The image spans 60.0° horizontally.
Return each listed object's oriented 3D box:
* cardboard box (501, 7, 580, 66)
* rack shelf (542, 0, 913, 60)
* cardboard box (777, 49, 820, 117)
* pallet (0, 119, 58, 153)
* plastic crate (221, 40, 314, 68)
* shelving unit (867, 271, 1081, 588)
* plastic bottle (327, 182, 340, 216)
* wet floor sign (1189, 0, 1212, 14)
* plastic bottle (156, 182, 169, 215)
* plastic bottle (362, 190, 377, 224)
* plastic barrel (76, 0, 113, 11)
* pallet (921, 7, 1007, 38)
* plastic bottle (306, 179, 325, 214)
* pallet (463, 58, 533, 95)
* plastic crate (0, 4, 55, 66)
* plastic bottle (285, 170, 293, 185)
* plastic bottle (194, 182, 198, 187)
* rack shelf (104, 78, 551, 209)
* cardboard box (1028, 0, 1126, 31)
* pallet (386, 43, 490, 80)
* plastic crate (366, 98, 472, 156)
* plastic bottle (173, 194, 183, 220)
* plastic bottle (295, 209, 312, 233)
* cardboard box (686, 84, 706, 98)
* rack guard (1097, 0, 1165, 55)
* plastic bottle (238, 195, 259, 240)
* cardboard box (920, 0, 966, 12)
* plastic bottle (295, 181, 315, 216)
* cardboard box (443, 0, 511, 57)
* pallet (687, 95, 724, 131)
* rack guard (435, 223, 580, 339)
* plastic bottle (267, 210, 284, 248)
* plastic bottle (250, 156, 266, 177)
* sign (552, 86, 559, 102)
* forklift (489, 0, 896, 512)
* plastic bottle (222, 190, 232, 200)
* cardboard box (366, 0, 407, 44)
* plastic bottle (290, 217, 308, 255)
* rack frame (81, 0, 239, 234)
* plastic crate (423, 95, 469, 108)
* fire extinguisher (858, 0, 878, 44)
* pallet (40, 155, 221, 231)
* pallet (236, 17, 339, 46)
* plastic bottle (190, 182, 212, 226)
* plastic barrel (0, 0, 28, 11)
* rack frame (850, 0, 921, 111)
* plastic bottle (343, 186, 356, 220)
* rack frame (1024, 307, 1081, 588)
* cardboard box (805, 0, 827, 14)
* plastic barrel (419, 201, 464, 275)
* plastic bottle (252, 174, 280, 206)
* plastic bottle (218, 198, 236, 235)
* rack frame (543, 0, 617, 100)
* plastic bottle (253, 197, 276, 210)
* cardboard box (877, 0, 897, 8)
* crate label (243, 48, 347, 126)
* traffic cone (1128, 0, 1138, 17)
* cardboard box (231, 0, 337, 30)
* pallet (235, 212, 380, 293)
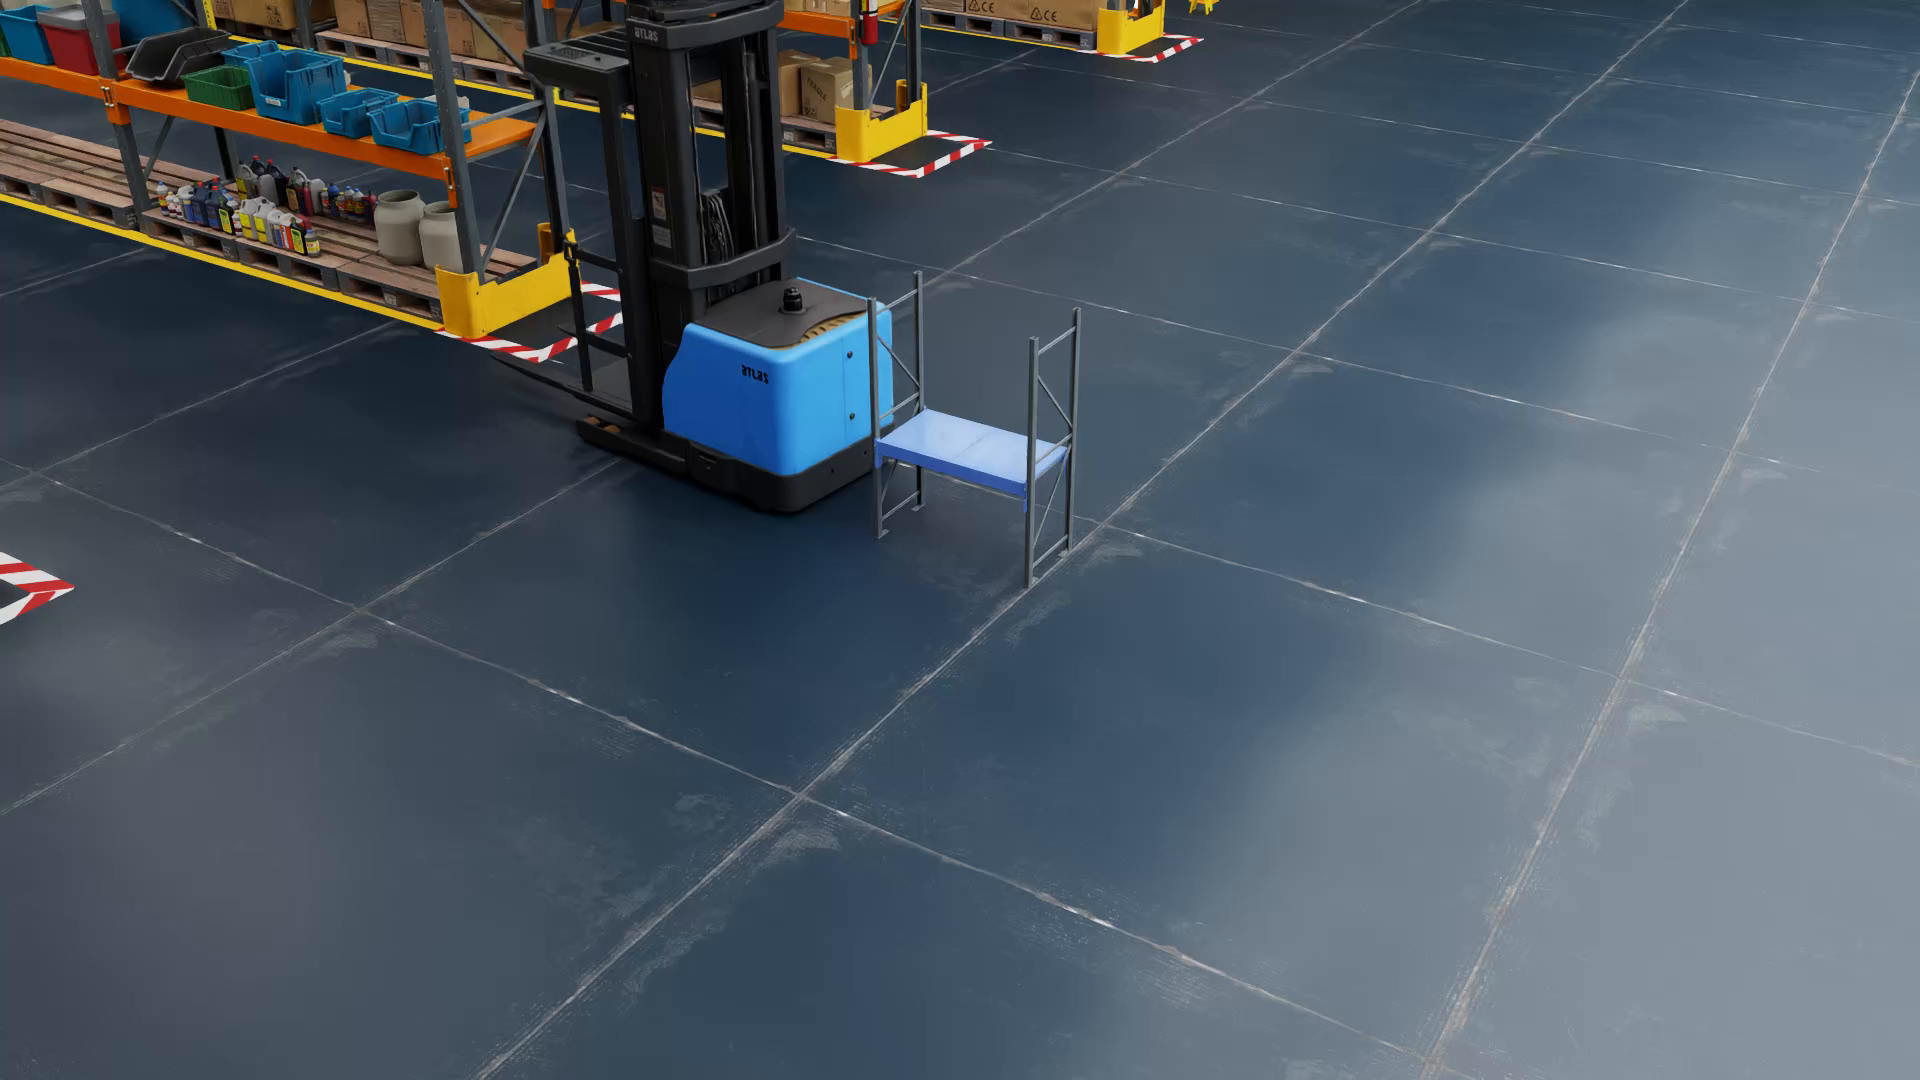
[{"bbox_3d":[-4.594,-5.532,18.299,0.500,0.500,0.700,15,33,24],"label":"cardboard box"},{"bbox_3d":[-2.391,-5.401,16.745,4.000,0.370,1.077,18,35,27],"label":"rack shelf"},{"bbox_3d":[-1.742,-4.598,16.718,0.500,0.500,0.500,-25,38,-36],"label":"cardboard box"},{"bbox_3d":[-9.471,-3.777,16.014,1.213,0.211,1.003,18,35,27],"label":"pallet"},{"bbox_3d":[-5.637,-3.889,13.587,0.616,0.251,0.499,18,35,27],"label":"plastic crate"},{"bbox_3d":[0.072,-0.625,9.333,1.048,1.500,0.538,18,35,27],"label":"shelving unit"},{"bbox_3d":[-5.247,-2.865,13.956,0.097,0.271,0.097,0,30,0],"label":"plastic bottle"},{"bbox_3d":[3.102,-7.086,21.256,0.232,0.644,0.267,12,32,19],"label":"wet floor sign"},{"bbox_3d":[-6.682,-2.873,13.968,0.097,0.271,0.097,0,30,0],"label":"plastic bottle"},{"bbox_3d":[-4.883,-2.766,13.774,0.133,0.283,0.061,18,35,28],"label":"plastic bottle"},{"bbox_3d":[-7.412,-4.542,14.424,0.433,0.535,0.433,0,30,0],"label":"plastic barrel"},{"bbox_3d":[0.277,-6.569,20.801,1.213,0.211,1.003,18,35,27],"label":"pallet"},{"bbox_3d":[-5.448,-2.915,14.036,0.135,0.276,0.152,18,35,28],"label":"plastic bottle"},{"bbox_3d":[-4.746,-5.251,18.541,1.213,0.211,1.003,18,35,27],"label":"pallet"},{"bbox_3d":[-7.818,-4.290,14.142,0.575,0.384,0.392,18,35,27],"label":"plastic crate"},{"bbox_3d":[-5.697,-3.024,14.215,0.133,0.283,0.061,20,36,31],"label":"plastic bottle"},{"bbox_3d":[-6.337,-2.849,13.915,0.133,0.283,0.061,18,35,27],"label":"plastic bottle"},{"bbox_3d":[-5.025,-3.287,13.122,4.000,0.370,1.077,18,35,27],"label":"rack shelf"},{"bbox_3d":[1.415,-6.683,19.920,0.875,0.875,0.875,18,35,28],"label":"cardboard box"},{"bbox_3d":[-5.783,-5.578,19.101,1.213,0.211,1.003,18,35,27],"label":"pallet"},{"bbox_3d":[-3.914,-3.004,12.070,0.616,0.251,0.499,18,35,27],"label":"plastic crate"},{"bbox_3d":[-6.509,-2.788,13.893,0.097,0.201,0.097,0,30,0],"label":"plastic bottle"},{"bbox_3d":[-5.262,-2.509,13.332,0.133,0.283,0.061,18,35,27],"label":"plastic bottle"},{"bbox_3d":[-2.711,-4.942,17.308,0.500,0.500,0.500,14,33,23],"label":"cardboard box"},{"bbox_3d":[2.045,-6.180,19.847,0.348,0.500,1.175,18,35,27],"label":"rack guard"},{"bbox_3d":[-5.736,-2.622,13.459,0.185,0.351,0.144,17,34,27],"label":"plastic bottle"},{"bbox_3d":[-0.102,-7.163,20.743,0.875,0.875,0.875,18,35,28],"label":"cardboard box"},{"bbox_3d":[-5.504,-2.872,13.955,0.133,0.283,0.061,18,35,27],"label":"plastic bottle"},{"bbox_3d":[-5.462,-5.817,18.788,0.500,0.500,0.700,14,33,23],"label":"cardboard box"},{"bbox_3d":[-2.460,-4.552,17.343,1.213,0.211,1.003,18,35,27],"label":"pallet"},{"bbox_3d":[-3.420,-1.983,12.652,0.348,0.500,1.175,18,35,27],"label":"rack guard"},{"bbox_3d":[-5.436,-2.497,13.320,0.135,0.276,0.152,17,34,26],"label":"plastic bottle"},{"bbox_3d":[-6.020,-3.130,14.331,0.185,0.351,0.144,17,34,26],"label":"plastic bottle"},{"bbox_3d":[-3.035,-3.415,12.353,0.005,0.325,0.100,18,35,27],"label":"sign"},{"bbox_3d":[-1.873,-2.027,10.316,3.031,2.935,1.130,22,37,32],"label":"forklift"},{"bbox_3d":[-6.069,-2.765,13.783,0.097,0.271,0.097,0,30,0],"label":"plastic bottle"},{"bbox_3d":[-6.419,-6.115,19.300,0.500,0.500,0.700,15,33,23],"label":"cardboard box"},{"bbox_3d":[-5.228,-2.407,13.159,0.133,0.283,0.061,18,35,29],"label":"plastic bottle"},{"bbox_3d":[-6.719,-4.134,13.859,0.127,3.000,1.000,18,35,27],"label":"rack frame"},{"bbox_3d":[-3.918,-3.325,12.735,0.250,0.136,0.298,18,35,27],"label":"plastic crate"},{"bbox_3d":[-0.846,-4.915,15.275,0.183,0.674,0.296,18,35,27],"label":"fire extinguisher"},{"bbox_3d":[-7.404,-3.123,14.894,1.213,0.211,1.003,18,35,27],"label":"pallet"},{"bbox_3d":[-8.101,-6.358,20.439,1.213,0.211,1.003,18,35,27],"label":"pallet"},{"bbox_3d":[-6.256,-2.786,13.741,0.185,0.351,0.144,19,35,29],"label":"plastic bottle"},{"bbox_3d":[-8.400,-4.855,14.960,0.433,0.535,0.433,0,30,0],"label":"plastic barrel"},{"bbox_3d":[-0.698,-5.176,15.646,0.127,3.000,1.000,18,35,27],"label":"rack frame"},{"bbox_3d":[-5.076,-2.811,13.863,0.097,0.271,0.097,0,30,0],"label":"plastic bottle"},{"bbox_3d":[0.503,-0.489,9.099,0.032,1.500,0.500,18,35,27],"label":"rack frame"},{"bbox_3d":[-1.260,-5.123,15.804,0.250,0.149,0.380,18,35,27],"label":"cardboard box"},{"bbox_3d":[-3.929,-2.313,12.789,0.421,0.512,0.421,0,30,0],"label":"plastic barrel"},{"bbox_3d":[-5.915,-2.976,14.141,0.135,0.276,0.152,18,35,27],"label":"plastic bottle"},{"bbox_3d":[-5.978,-2.644,13.565,0.133,0.283,0.061,19,35,29],"label":"plastic bottle"},{"bbox_3d":[-4.085,-6.248,17.482,0.127,3.000,1.000,18,35,27],"label":"rack frame"},{"bbox_3d":[-5.678,-2.659,13.598,0.135,0.276,0.152,18,35,27],"label":"plastic bottle"},{"bbox_3d":[-0.812,-5.246,16.014,0.250,0.149,0.380,18,35,27],"label":"cardboard box"},{"bbox_3d":[-5.033,-3.455,12.660,0.616,0.435,0.502,18,35,27],"label":"crate label"},{"bbox_3d":[2.330,-6.918,21.150,0.334,0.463,0.336,18,35,27],"label":"traffic cone"},{"bbox_3d":[-8.047,-6.777,20.081,0.875,0.875,1.225,16,34,25],"label":"cardboard box"},{"bbox_3d":[-5.134,-2.405,13.663,1.213,0.211,1.003,18,35,27],"label":"pallet"}]
